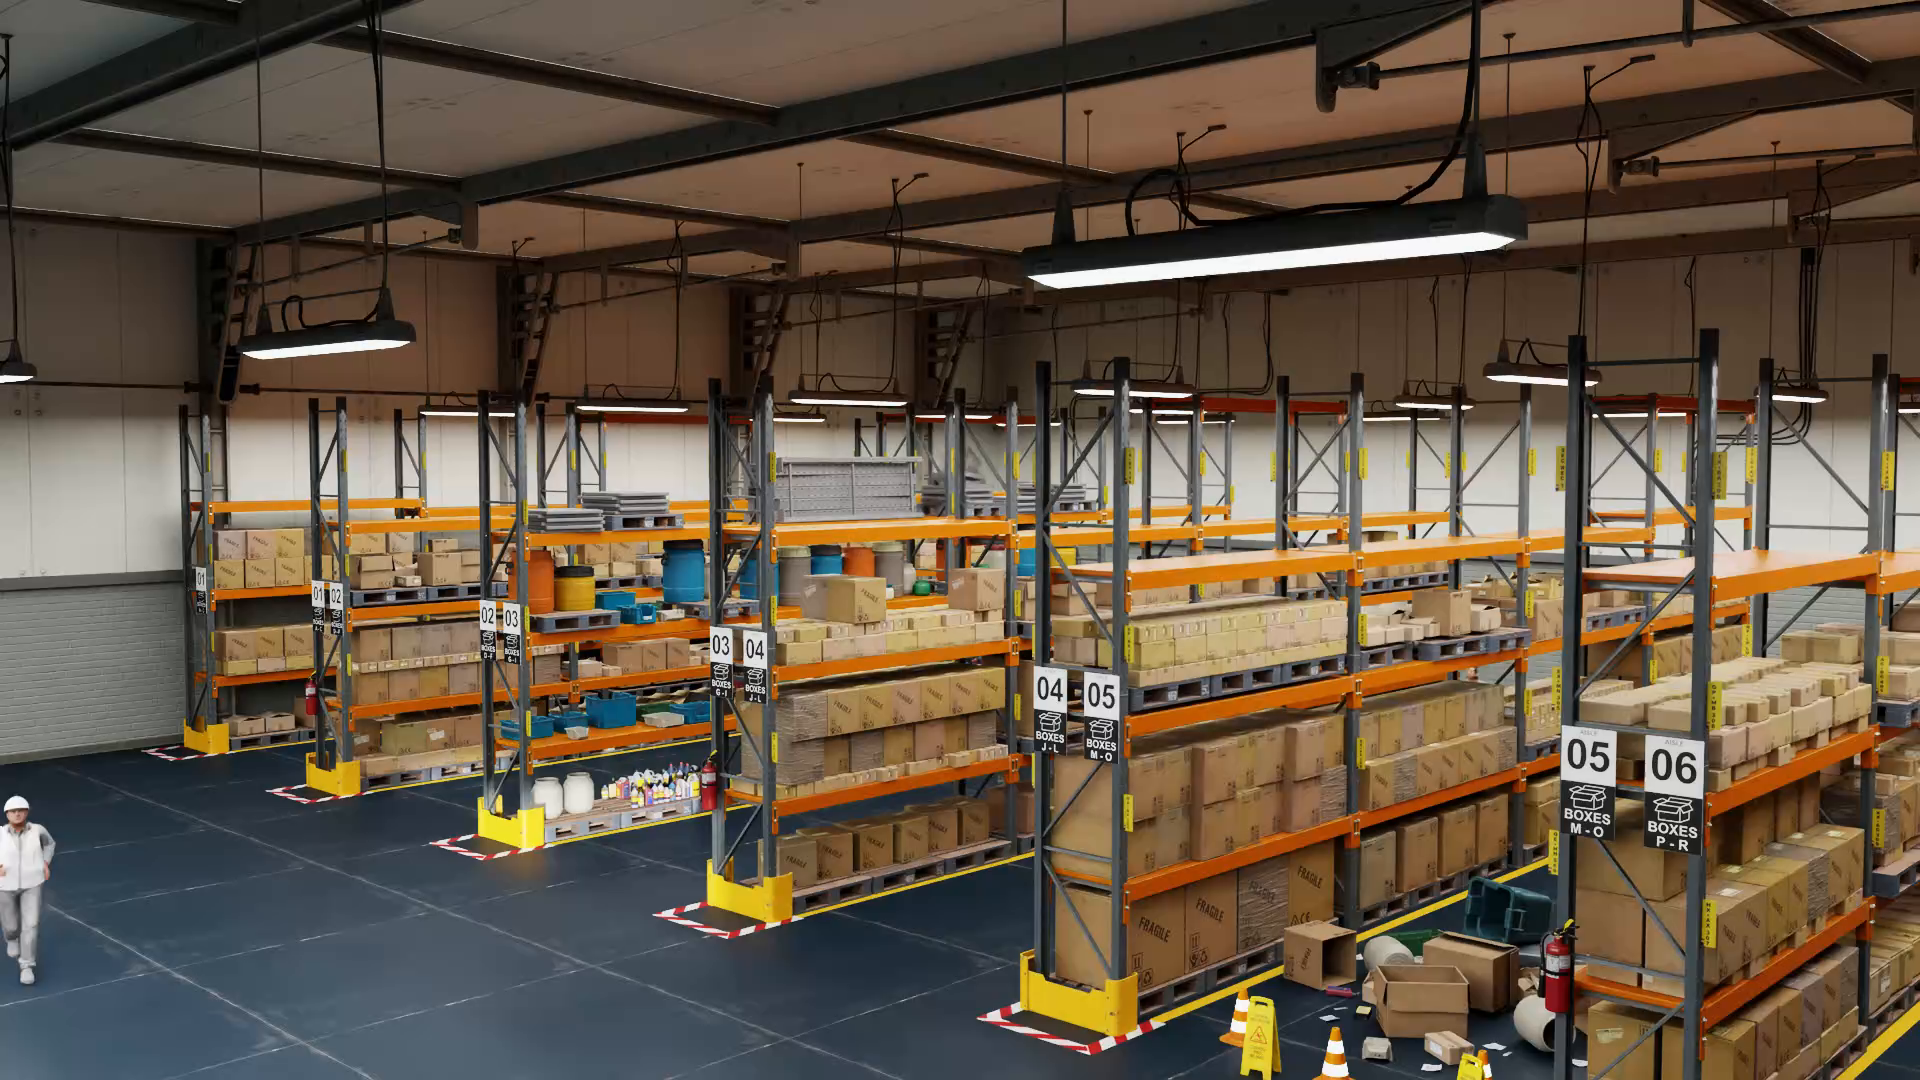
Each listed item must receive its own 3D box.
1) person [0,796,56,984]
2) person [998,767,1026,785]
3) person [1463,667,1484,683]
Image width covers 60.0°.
[{"bbox_3d":[-9.281,3.409,16.413,0.661,1.770,0.935,-2,4,-32],"label":"person"},{"bbox_3d":[0.742,3.065,25.101,0.499,1.590,0.784,2,4,31],"label":"person"},{"bbox_3d":[8.487,2.889,27.653,0.571,1.633,0.551,3,4,43],"label":"person"}]
